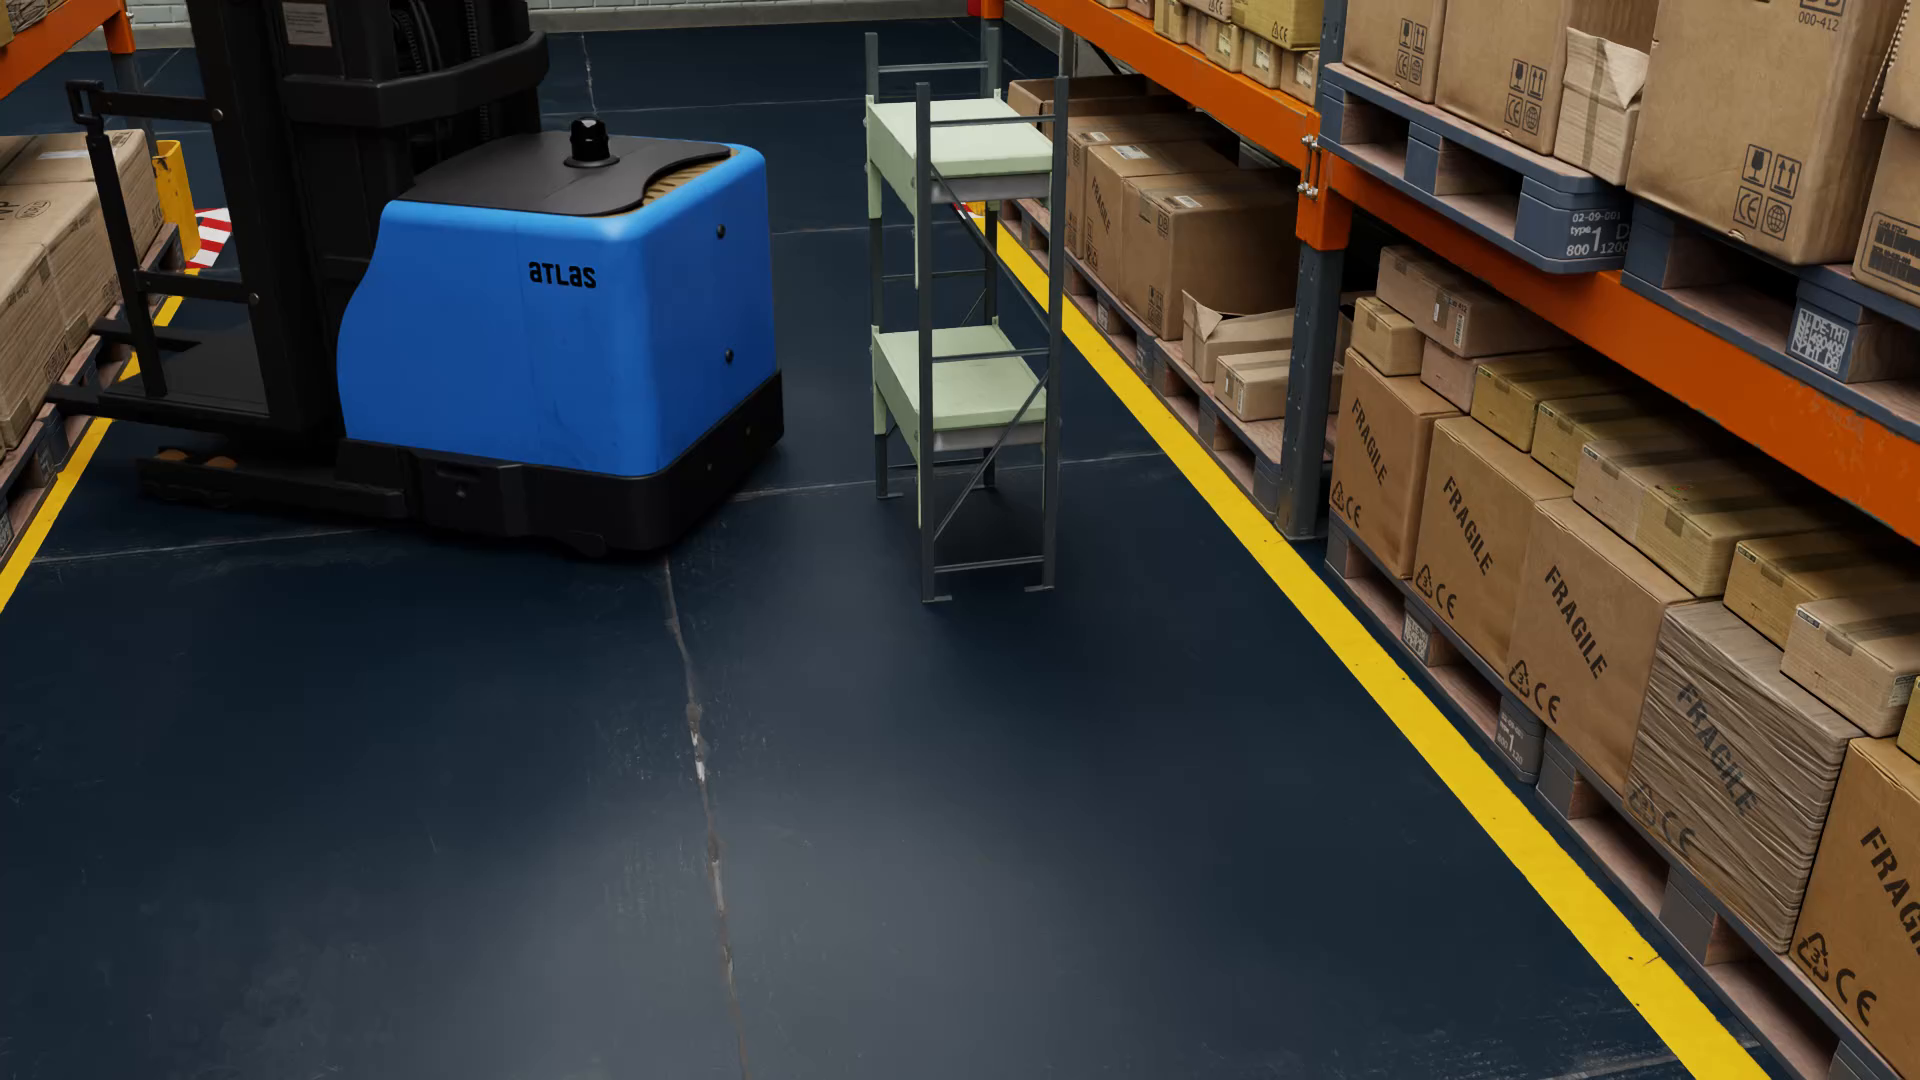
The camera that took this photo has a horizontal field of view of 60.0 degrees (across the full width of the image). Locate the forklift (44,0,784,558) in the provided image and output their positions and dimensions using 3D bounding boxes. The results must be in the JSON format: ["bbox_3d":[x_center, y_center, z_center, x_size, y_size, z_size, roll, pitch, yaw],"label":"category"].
[{"bbox_3d":[-2.192,-1.629,5.225,3.031,2.935,1.130,8,28,16],"label":"forklift"}]

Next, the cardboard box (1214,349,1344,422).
[{"bbox_3d":[1.095,-0.534,5.677,0.380,0.149,0.250,-7,28,-13],"label":"cardboard box"}]

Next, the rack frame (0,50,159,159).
[{"bbox_3d":[-4.230,-2.655,7.181,1.000,3.000,0.127,-6,27,-12],"label":"rack frame"}]

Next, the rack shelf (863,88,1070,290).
[{"bbox_3d":[0.002,-1.015,4.730,0.431,0.370,0.720,-6,27,-12],"label":"rack shelf"}]

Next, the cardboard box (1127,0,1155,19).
[{"bbox_3d":[0.858,-2.086,6.333,0.380,0.149,0.250,-6,27,-12],"label":"cardboard box"}]

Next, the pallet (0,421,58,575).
[{"bbox_3d":[-3.424,0.004,5.007,1.003,0.211,1.213,-6,27,-12],"label":"pallet"}]

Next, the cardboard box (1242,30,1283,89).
[{"bbox_3d":[1.109,-1.519,5.209,0.380,0.149,0.250,-5,27,-10],"label":"cardboard box"}]

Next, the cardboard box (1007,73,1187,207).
[{"bbox_3d":[0.651,-1.955,8.100,0.797,0.503,0.637,-7,28,-14],"label":"cardboard box"}]

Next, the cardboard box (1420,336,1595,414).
[{"bbox_3d":[1.466,-0.467,4.435,0.380,0.149,0.250,-7,28,-13],"label":"cardboard box"}]

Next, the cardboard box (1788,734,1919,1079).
[{"bbox_3d":[1.880,0.666,2.910,0.500,0.500,0.500,-5,27,-9],"label":"cardboard box"}]

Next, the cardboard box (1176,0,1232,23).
[{"bbox_3d":[1.027,-1.888,5.497,0.500,0.250,0.500,-6,27,-11],"label":"cardboard box"}]

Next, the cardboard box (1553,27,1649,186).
[{"bbox_3d":[1.446,-0.883,3.354,0.396,0.266,0.258,-5,27,-9],"label":"cardboard box"}]

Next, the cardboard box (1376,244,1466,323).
[{"bbox_3d":[1.387,-0.720,4.606,0.380,0.149,0.250,-6,27,-12],"label":"cardboard box"}]

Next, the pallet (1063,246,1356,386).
[{"bbox_3d":[1.074,-0.998,6.993,1.003,0.211,1.213,-6,27,-12],"label":"pallet"}]

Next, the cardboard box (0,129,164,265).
[{"bbox_3d":[-3.984,-1.419,7.110,0.875,0.438,0.875,-7,28,-13],"label":"cardboard box"}]

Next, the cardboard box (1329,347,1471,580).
[{"bbox_3d":[1.396,-0.241,4.706,0.500,0.500,0.500,-5,27,-9],"label":"cardboard box"}]

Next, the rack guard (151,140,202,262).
[{"bbox_3d":[-4.235,-1.549,7.765,1.175,0.500,0.348,-6,27,-12],"label":"rack guard"}]

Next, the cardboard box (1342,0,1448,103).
[{"bbox_3d":[1.398,-1.402,4.121,0.700,0.500,0.500,-5,27,-10],"label":"cardboard box"}]

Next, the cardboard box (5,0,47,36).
[{"bbox_3d":[-3.640,-2.068,5.907,0.500,0.500,0.500,-5,27,-10],"label":"cardboard box"}]

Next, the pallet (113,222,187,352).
[{"bbox_3d":[-3.974,-1.067,7.130,1.003,0.211,1.213,-6,27,-12],"label":"pallet"}]

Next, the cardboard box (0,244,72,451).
[{"bbox_3d":[-3.568,-0.622,5.531,0.875,0.438,0.875,-7,28,-13],"label":"cardboard box"}]

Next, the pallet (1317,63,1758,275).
[{"bbox_3d":[1.580,-0.957,4.030,1.003,0.211,1.213,-6,27,-12],"label":"pallet"}]

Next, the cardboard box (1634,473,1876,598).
[{"bbox_3d":[1.683,-0.014,3.538,0.380,0.149,0.250,-5,27,-10],"label":"cardboard box"}]

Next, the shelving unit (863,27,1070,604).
[{"bbox_3d":[0.002,-0.667,4.906,0.431,1.500,0.755,-6,27,-12],"label":"shelving unit"}]

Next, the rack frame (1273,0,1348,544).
[{"bbox_3d":[1.506,-1.405,4.704,1.000,3.000,0.127,-6,27,-12],"label":"rack frame"}]

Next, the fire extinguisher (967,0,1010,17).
[{"bbox_3d":[0.122,-2.977,8.319,0.296,0.674,0.183,-6,27,-12],"label":"fire extinguisher"}]

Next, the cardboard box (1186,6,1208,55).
[{"bbox_3d":[0.994,-1.748,5.664,0.380,0.149,0.250,-5,27,-10],"label":"cardboard box"}]

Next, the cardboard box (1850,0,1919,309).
[{"bbox_3d":[1.860,-0.580,2.489,0.797,0.503,0.637,-7,28,-13],"label":"cardboard box"}]

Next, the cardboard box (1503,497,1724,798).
[{"bbox_3d":[1.634,0.211,3.810,0.500,0.500,0.500,-7,28,-13],"label":"cardboard box"}]

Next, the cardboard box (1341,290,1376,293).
[{"bbox_3d":[1.490,-0.824,6.251,0.380,0.149,0.250,-6,27,-12],"label":"cardboard box"}]

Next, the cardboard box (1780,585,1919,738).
[{"bbox_3d":[1.778,0.214,3.085,0.380,0.149,0.250,-7,28,-14],"label":"cardboard box"}]

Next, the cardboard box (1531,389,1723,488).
[{"bbox_3d":[1.610,-0.237,3.979,0.380,0.149,0.250,-6,27,-12],"label":"cardboard box"}]

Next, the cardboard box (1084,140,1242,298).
[{"bbox_3d":[0.827,-1.332,6.869,0.500,0.500,0.500,-5,27,-11],"label":"cardboard box"}]

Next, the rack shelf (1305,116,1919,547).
[{"bbox_3d":[1.957,-0.205,3.126,1.077,0.370,4.000,-6,27,-12],"label":"rack shelf"}]

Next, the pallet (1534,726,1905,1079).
[{"bbox_3d":[2.005,0.730,3.569,1.003,0.211,1.213,-6,27,-12],"label":"pallet"}]

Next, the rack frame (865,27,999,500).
[{"bbox_3d":[-0.081,-0.827,5.225,0.400,1.500,0.023,-6,27,-12],"label":"rack frame"}]
